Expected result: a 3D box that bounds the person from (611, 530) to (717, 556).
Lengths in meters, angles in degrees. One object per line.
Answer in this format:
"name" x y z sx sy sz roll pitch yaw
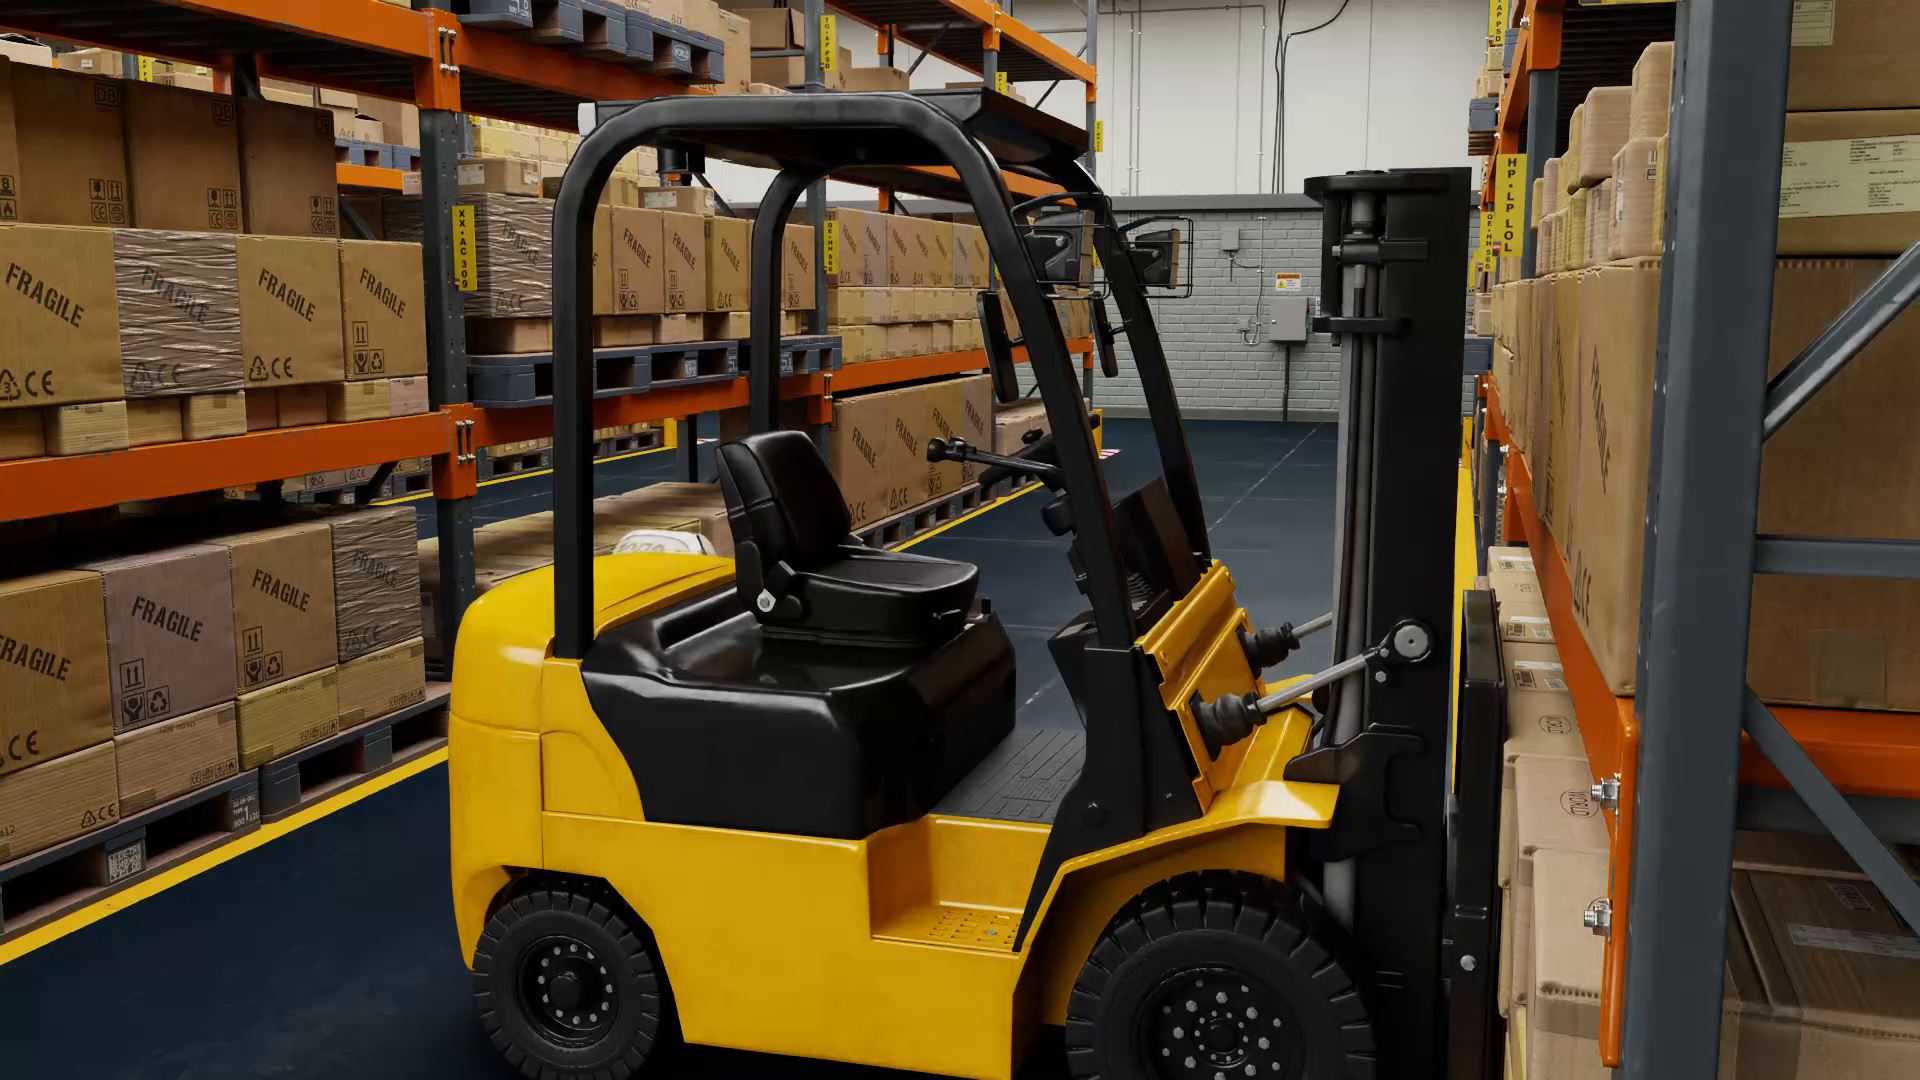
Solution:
"person" -1.141 0.444 5.942 0.445 0.903 0.879 2 9 13
